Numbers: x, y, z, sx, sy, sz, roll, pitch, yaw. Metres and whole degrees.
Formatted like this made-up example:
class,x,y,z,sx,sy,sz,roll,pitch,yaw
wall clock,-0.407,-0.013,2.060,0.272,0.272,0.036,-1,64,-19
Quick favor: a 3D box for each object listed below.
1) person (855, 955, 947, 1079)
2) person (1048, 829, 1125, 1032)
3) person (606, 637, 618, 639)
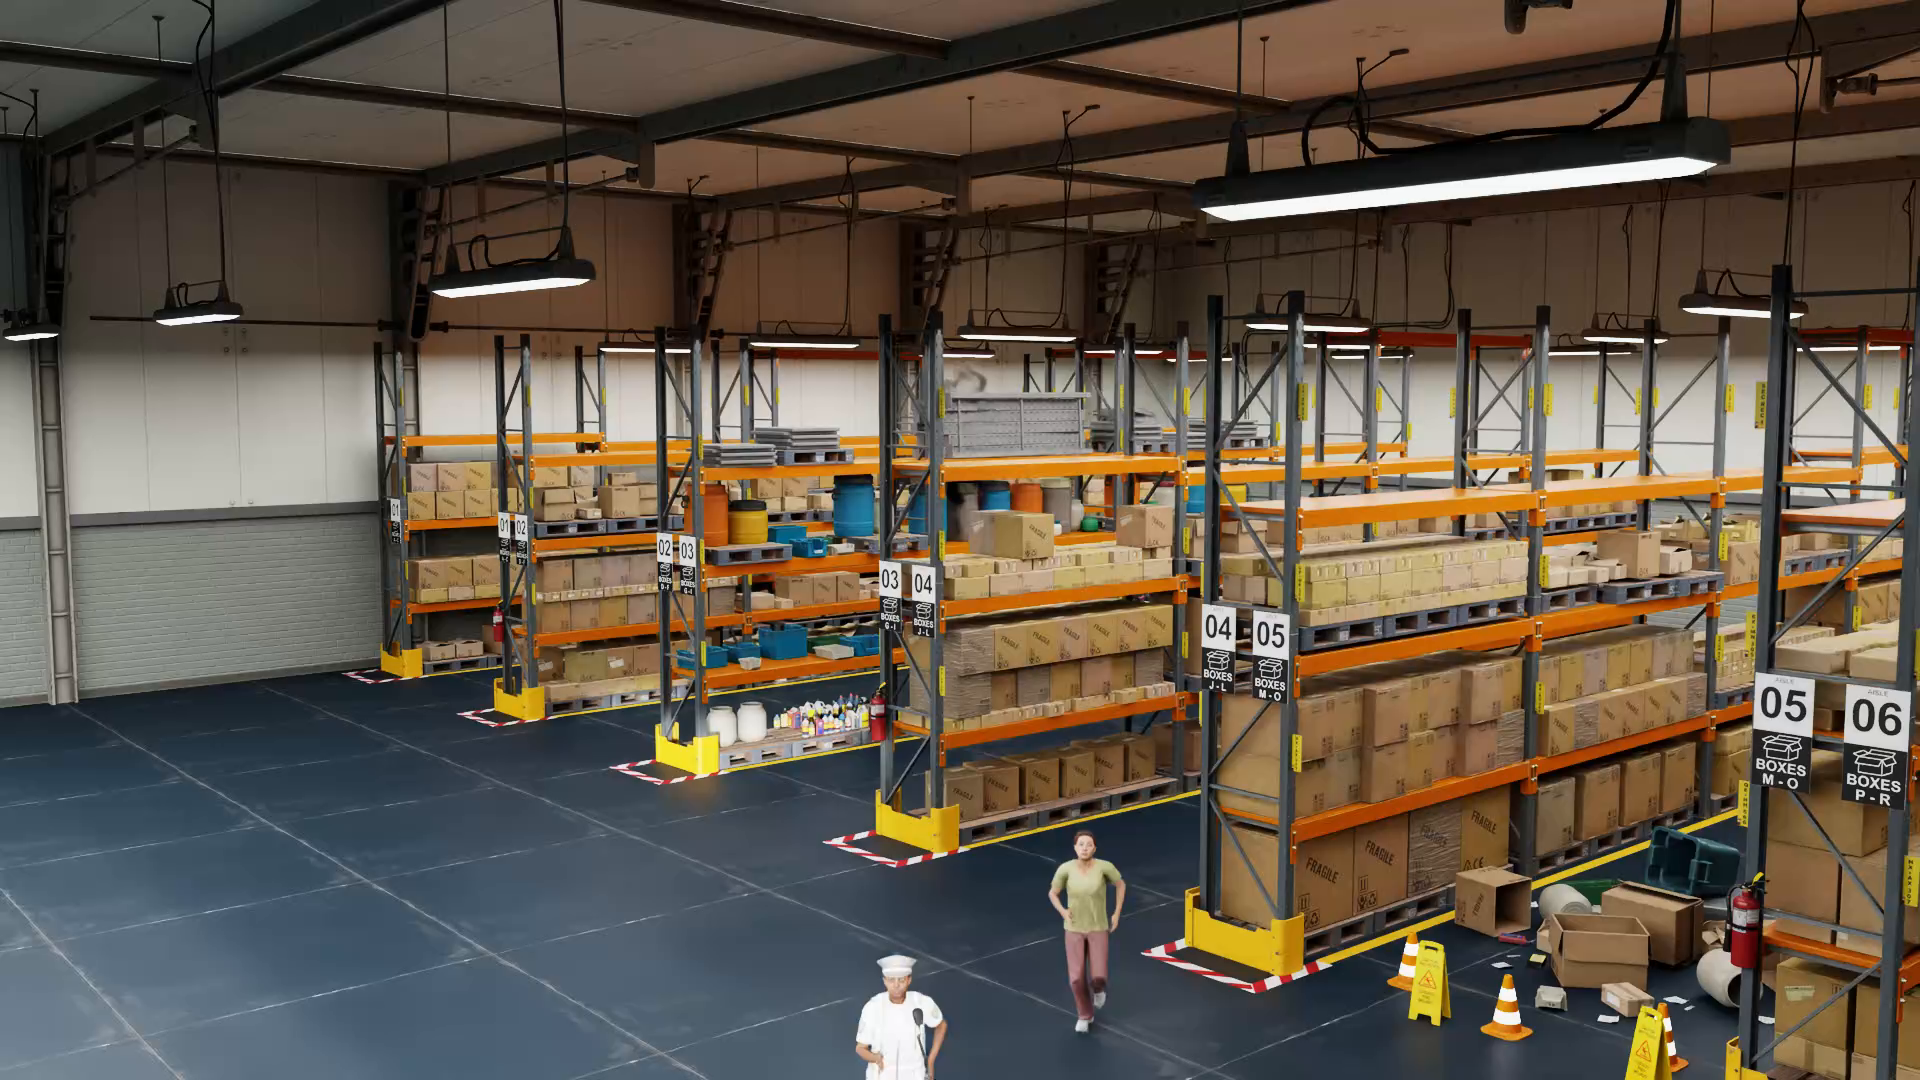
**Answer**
class,x,y,z,sx,sy,sz,roll,pitch,yaw
person,-0.381,3.399,10.268,0.533,1.727,0.677,0,5,2
person,1.017,3.144,13.395,0.617,1.623,0.561,1,5,6
person,-6.157,1.615,29.586,0.696,1.718,0.605,4,7,39
